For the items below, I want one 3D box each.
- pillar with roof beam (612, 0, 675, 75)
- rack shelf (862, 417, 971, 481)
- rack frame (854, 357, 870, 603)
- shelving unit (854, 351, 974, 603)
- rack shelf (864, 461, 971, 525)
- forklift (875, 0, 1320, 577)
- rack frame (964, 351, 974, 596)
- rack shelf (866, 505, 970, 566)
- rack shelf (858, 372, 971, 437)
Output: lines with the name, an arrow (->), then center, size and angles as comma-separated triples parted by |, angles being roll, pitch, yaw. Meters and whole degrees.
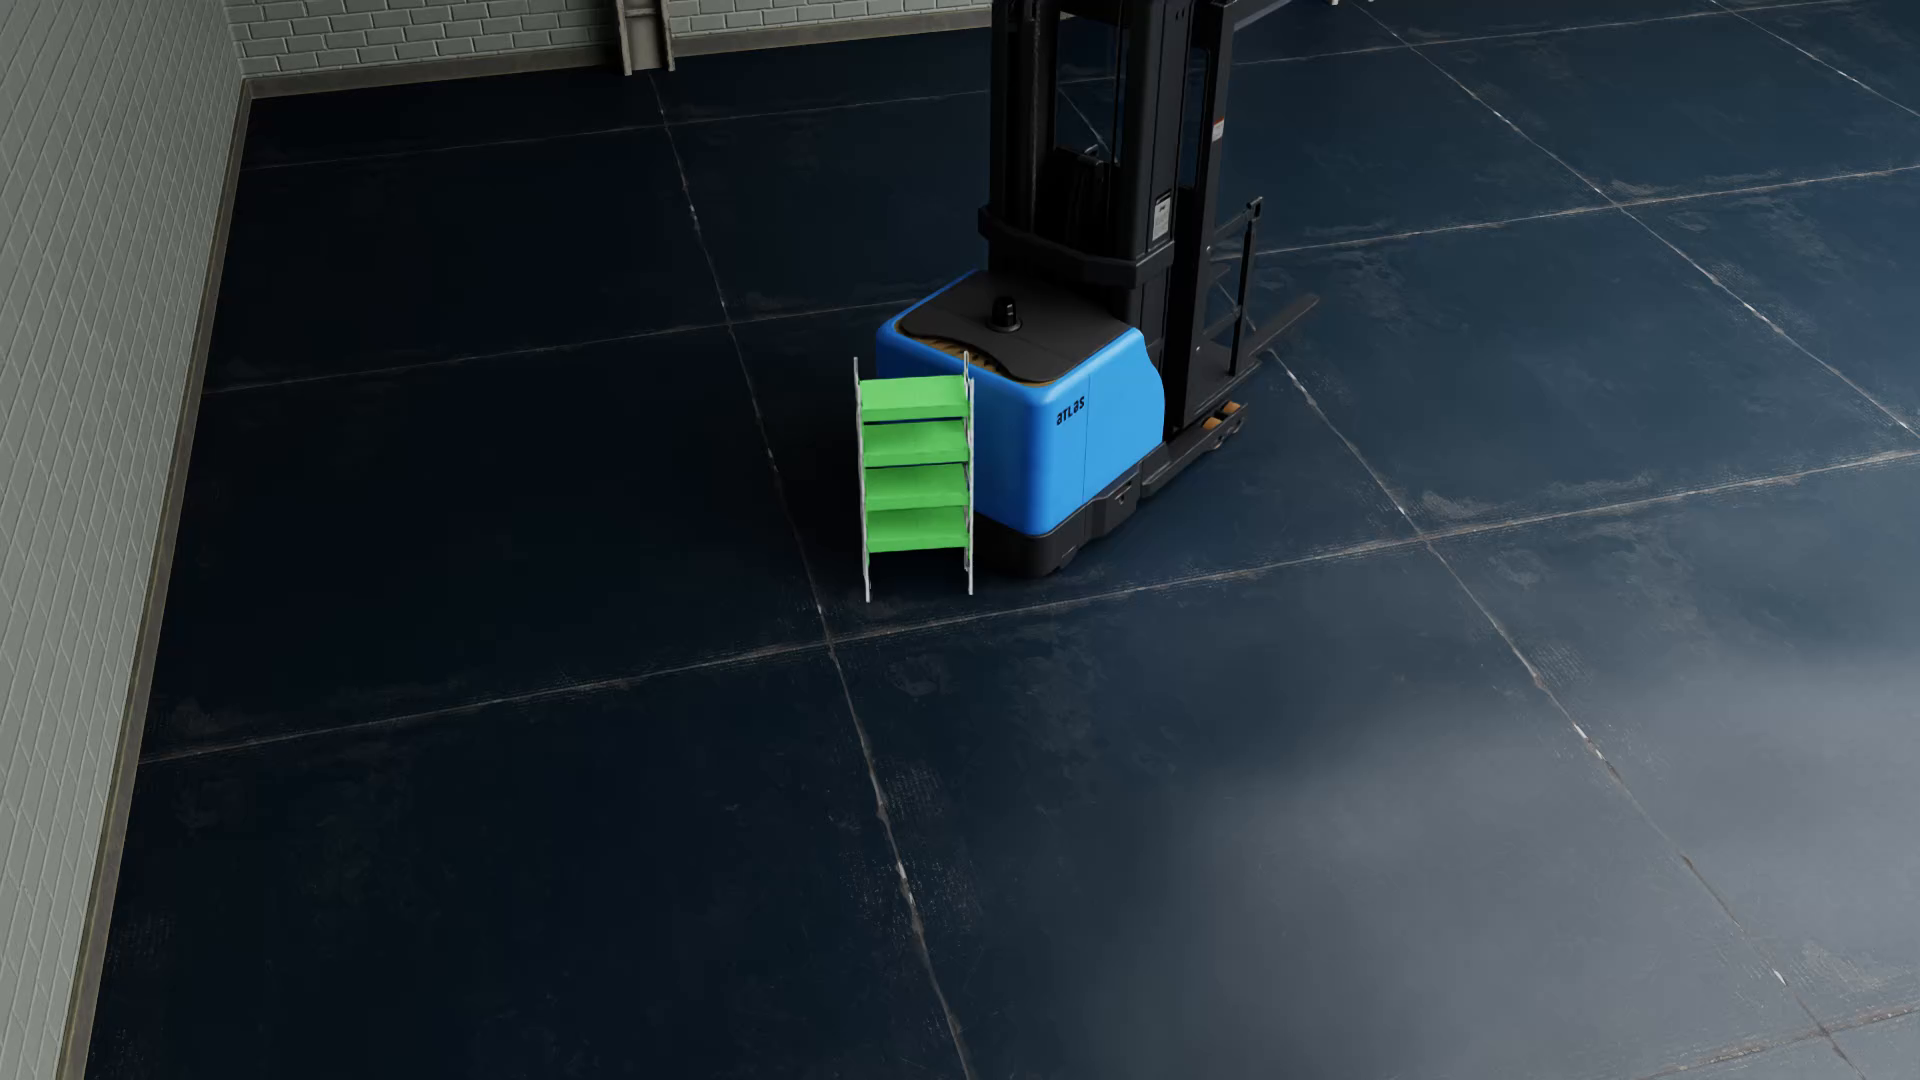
pillar with roof beam -> -1.343, -4.792, 7.087 | 0.400, 9.000, 9.100 | -9, 38, -12
rack shelf -> -0.204, -0.410, 7.487 | 0.480, 0.148, 0.258 | -4, 38, -5
rack frame -> -0.447, -0.254, 7.574 | 0.015, 1.200, 0.240 | -4, 38, -5
shelving unit -> -0.204, -0.270, 7.594 | 0.503, 1.200, 0.258 | -4, 38, -5
rack shelf -> -0.204, -0.219, 7.633 | 0.480, 0.148, 0.258 | -4, 38, -5
forklift -> 0.901, -1.820, 8.196 | 1.130, 2.935, 3.031 | 26, 44, 30
rack frame -> 0.038, -0.285, 7.615 | 0.015, 1.200, 0.240 | -4, 38, -5
rack shelf -> -0.204, -0.028, 7.779 | 0.480, 0.148, 0.258 | -4, 38, -5
rack shelf -> -0.204, -0.600, 7.342 | 0.480, 0.148, 0.258 | -4, 38, -5
